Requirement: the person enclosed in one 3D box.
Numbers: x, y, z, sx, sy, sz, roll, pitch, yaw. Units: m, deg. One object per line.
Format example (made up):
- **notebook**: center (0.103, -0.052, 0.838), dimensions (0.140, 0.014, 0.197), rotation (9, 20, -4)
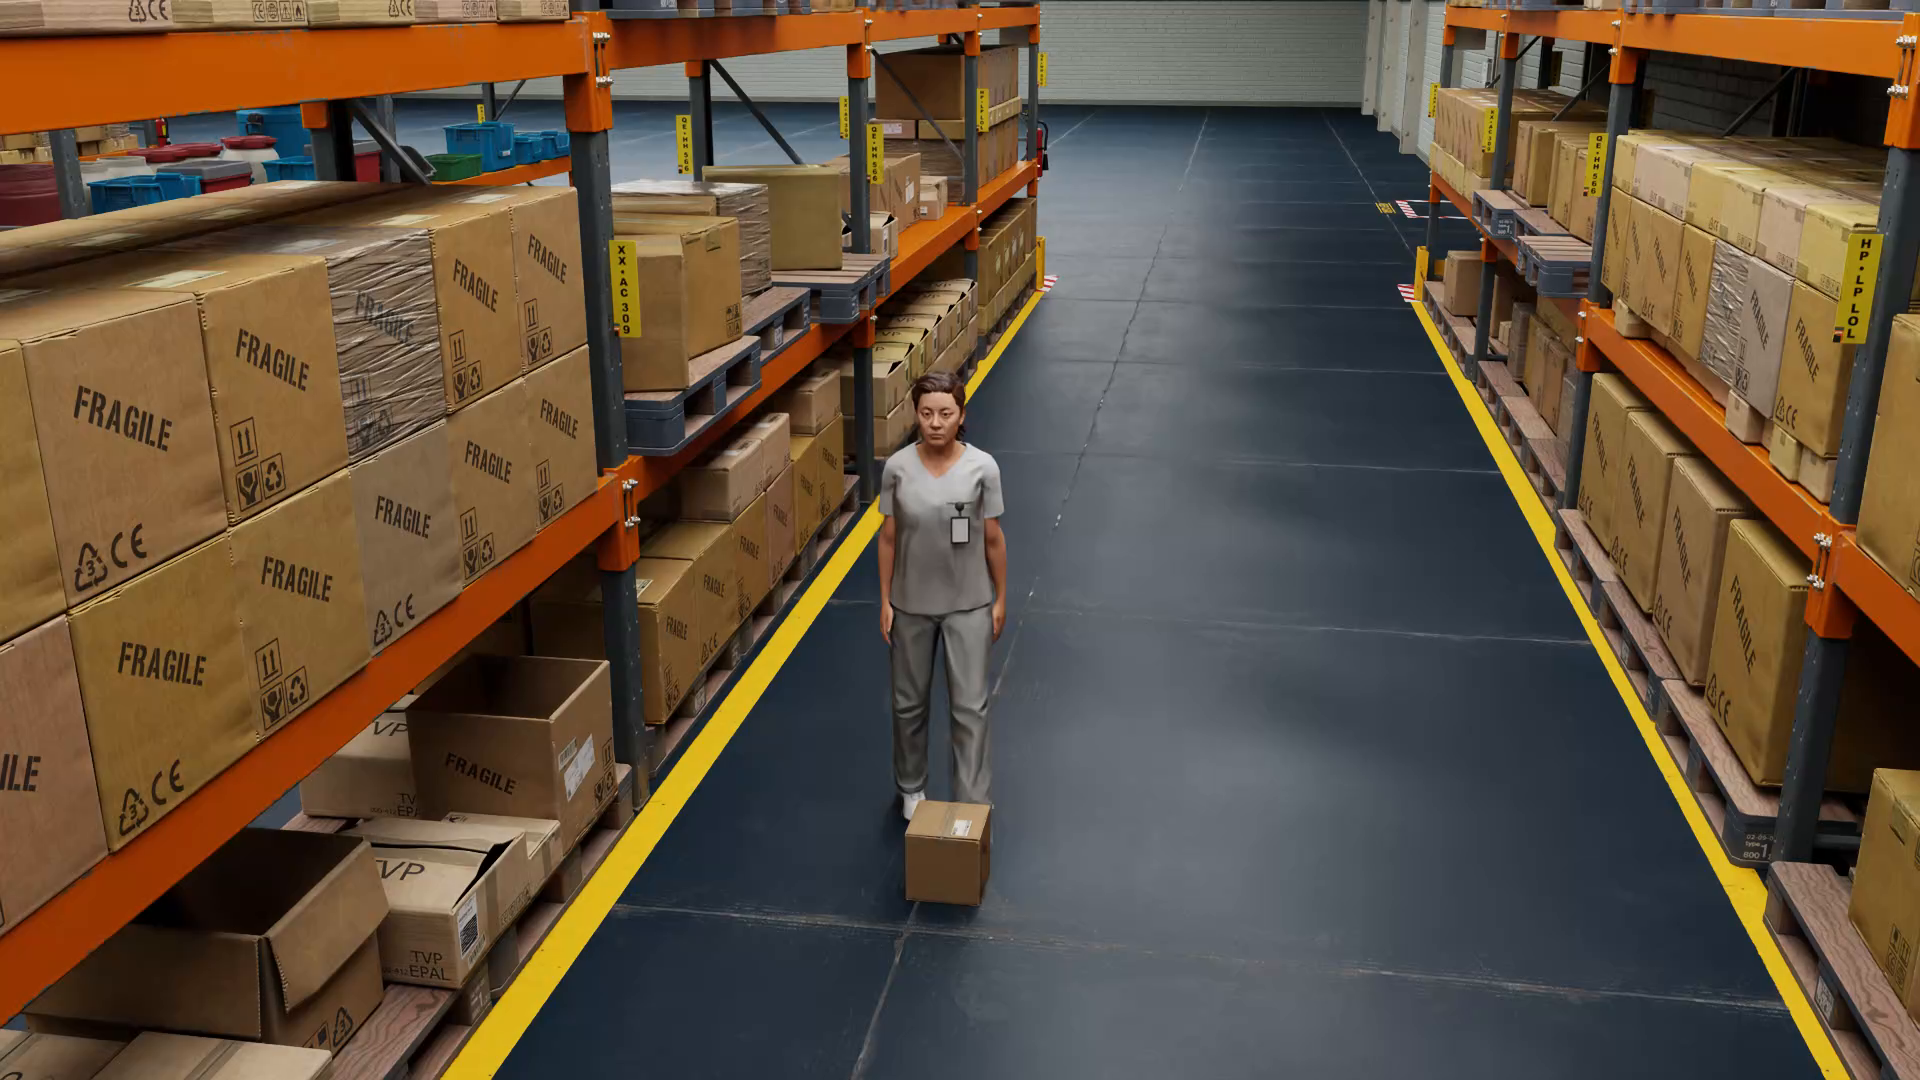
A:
- **person**: center (-0.070, 0.255, 5.771), dimensions (0.451, 1.675, 0.616), rotation (2, 18, 5)
